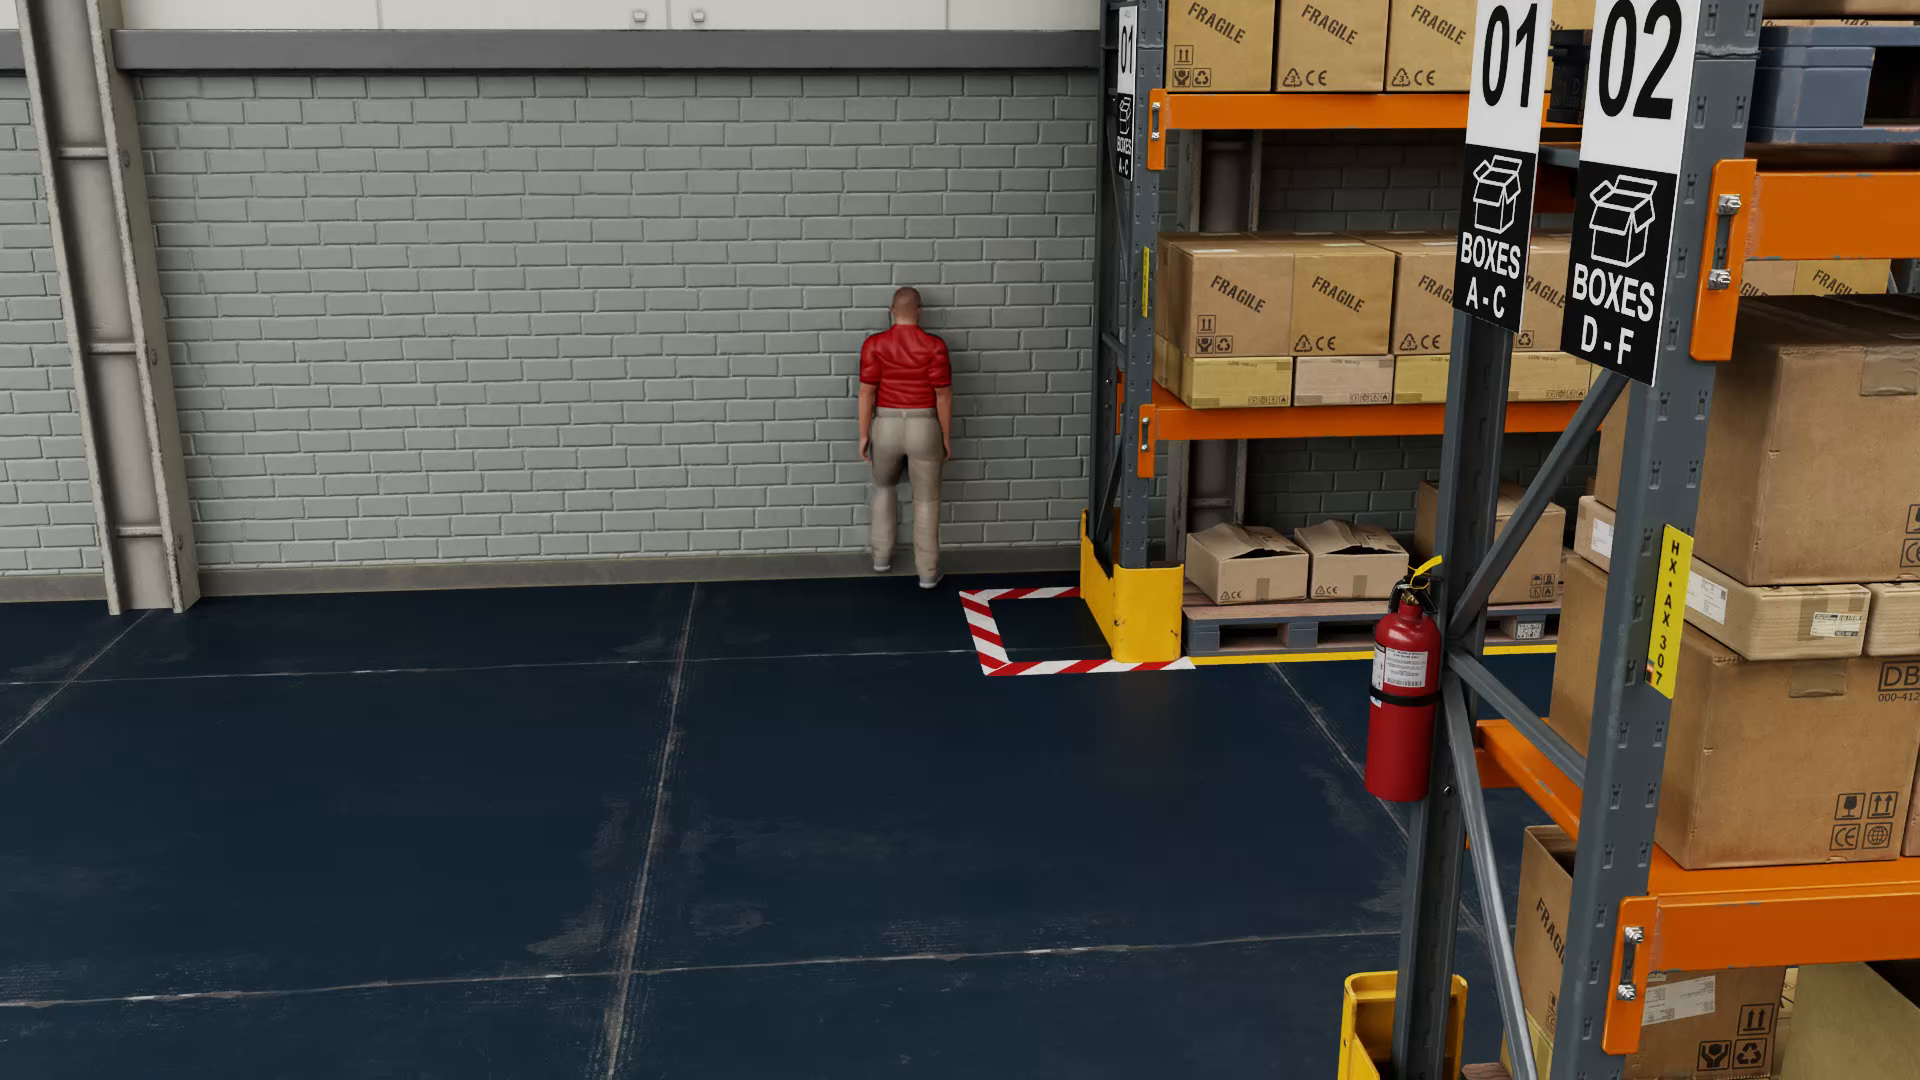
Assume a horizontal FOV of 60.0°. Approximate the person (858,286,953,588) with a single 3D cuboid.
[{"bbox_3d":[-0.303,-0.608,9.581,0.542,1.727,0.478,1,17,4],"label":"person"}]
